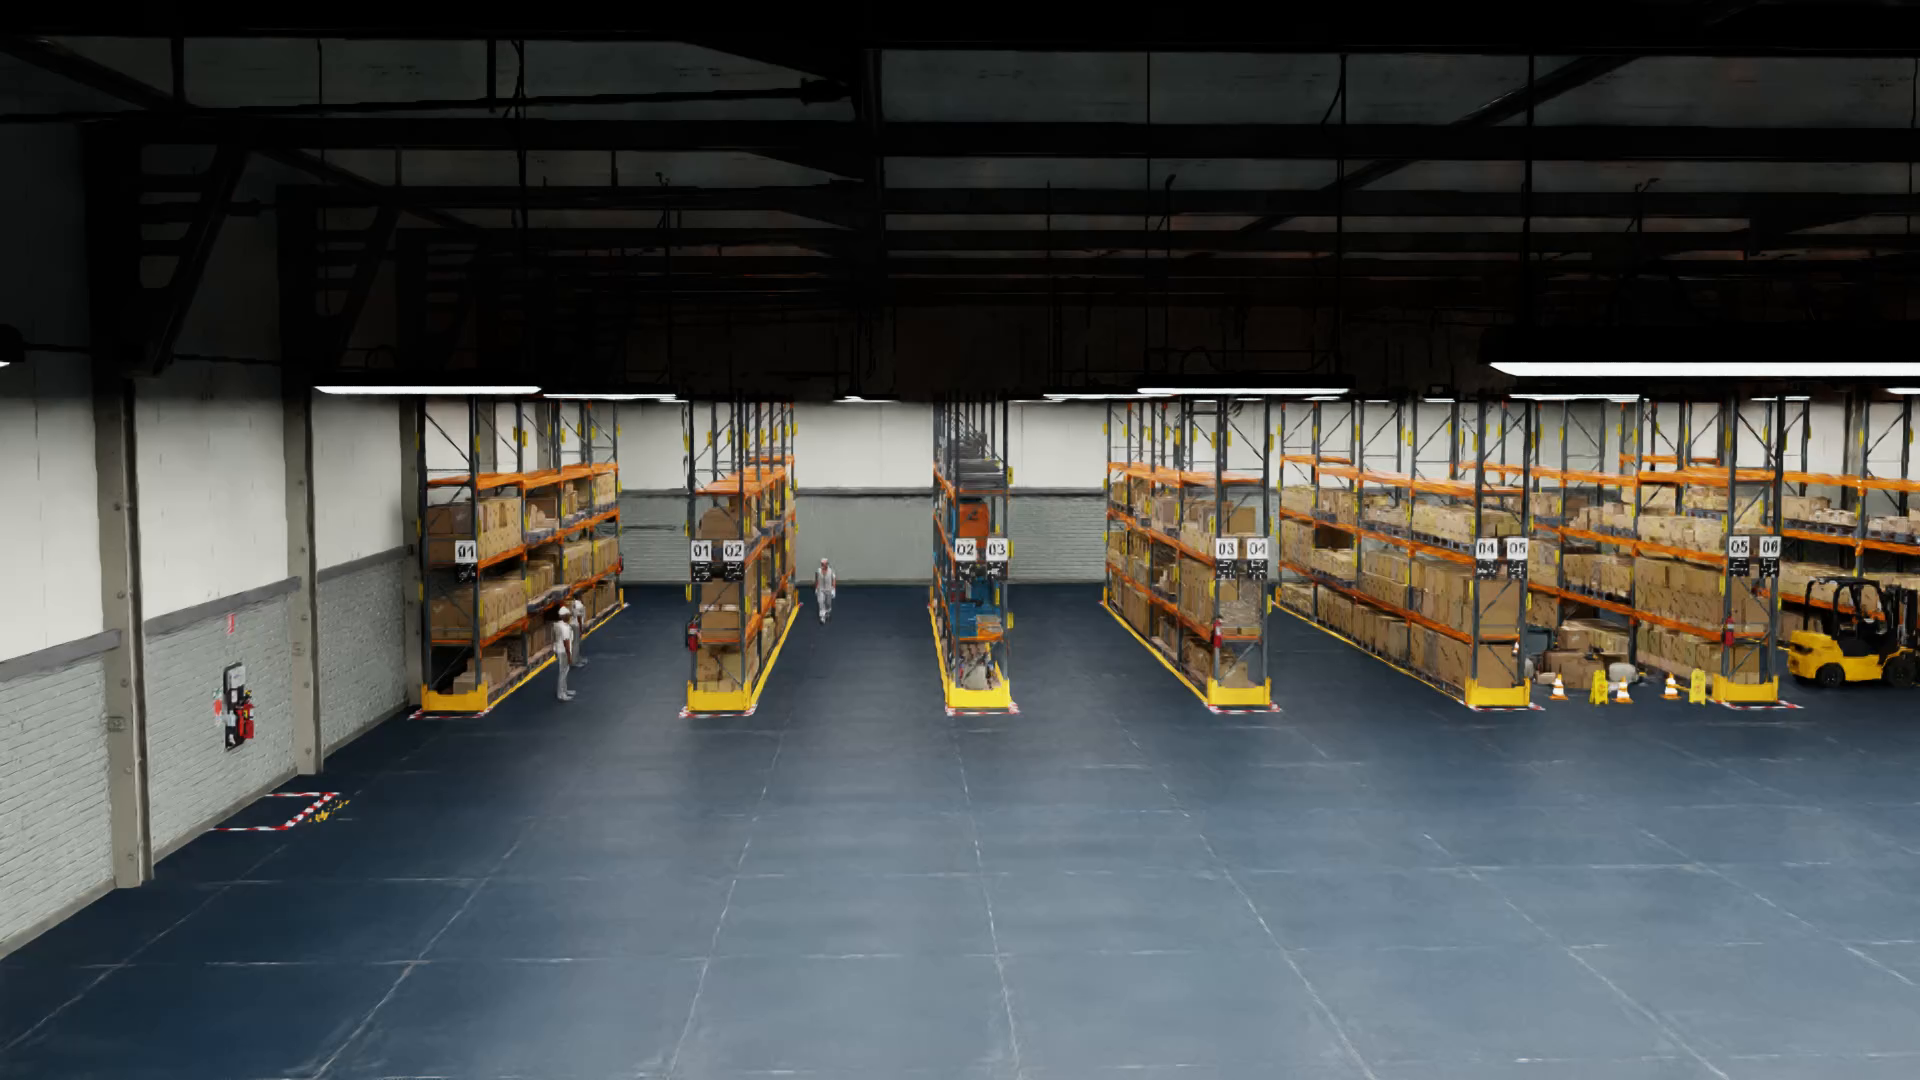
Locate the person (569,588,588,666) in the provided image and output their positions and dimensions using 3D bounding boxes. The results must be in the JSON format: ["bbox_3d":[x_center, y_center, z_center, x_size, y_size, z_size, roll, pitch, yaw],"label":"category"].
[{"bbox_3d":[-8.345,1.898,36.446,0.443,1.680,0.546,-2,5,-26],"label":"person"}]

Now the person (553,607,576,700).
[{"bbox_3d":[-7.659,2.187,32.346,0.464,1.765,0.645,-3,5,-30],"label":"person"}]

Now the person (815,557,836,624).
[{"bbox_3d":[-3.511,1.314,43.450,0.567,1.736,1.044,0,5,-3],"label":"person"}]

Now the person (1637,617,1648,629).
[{"bbox_3d":[17.290,1.458,41.984,0.463,1.673,0.578,-3,5,-30],"label":"person"}]
